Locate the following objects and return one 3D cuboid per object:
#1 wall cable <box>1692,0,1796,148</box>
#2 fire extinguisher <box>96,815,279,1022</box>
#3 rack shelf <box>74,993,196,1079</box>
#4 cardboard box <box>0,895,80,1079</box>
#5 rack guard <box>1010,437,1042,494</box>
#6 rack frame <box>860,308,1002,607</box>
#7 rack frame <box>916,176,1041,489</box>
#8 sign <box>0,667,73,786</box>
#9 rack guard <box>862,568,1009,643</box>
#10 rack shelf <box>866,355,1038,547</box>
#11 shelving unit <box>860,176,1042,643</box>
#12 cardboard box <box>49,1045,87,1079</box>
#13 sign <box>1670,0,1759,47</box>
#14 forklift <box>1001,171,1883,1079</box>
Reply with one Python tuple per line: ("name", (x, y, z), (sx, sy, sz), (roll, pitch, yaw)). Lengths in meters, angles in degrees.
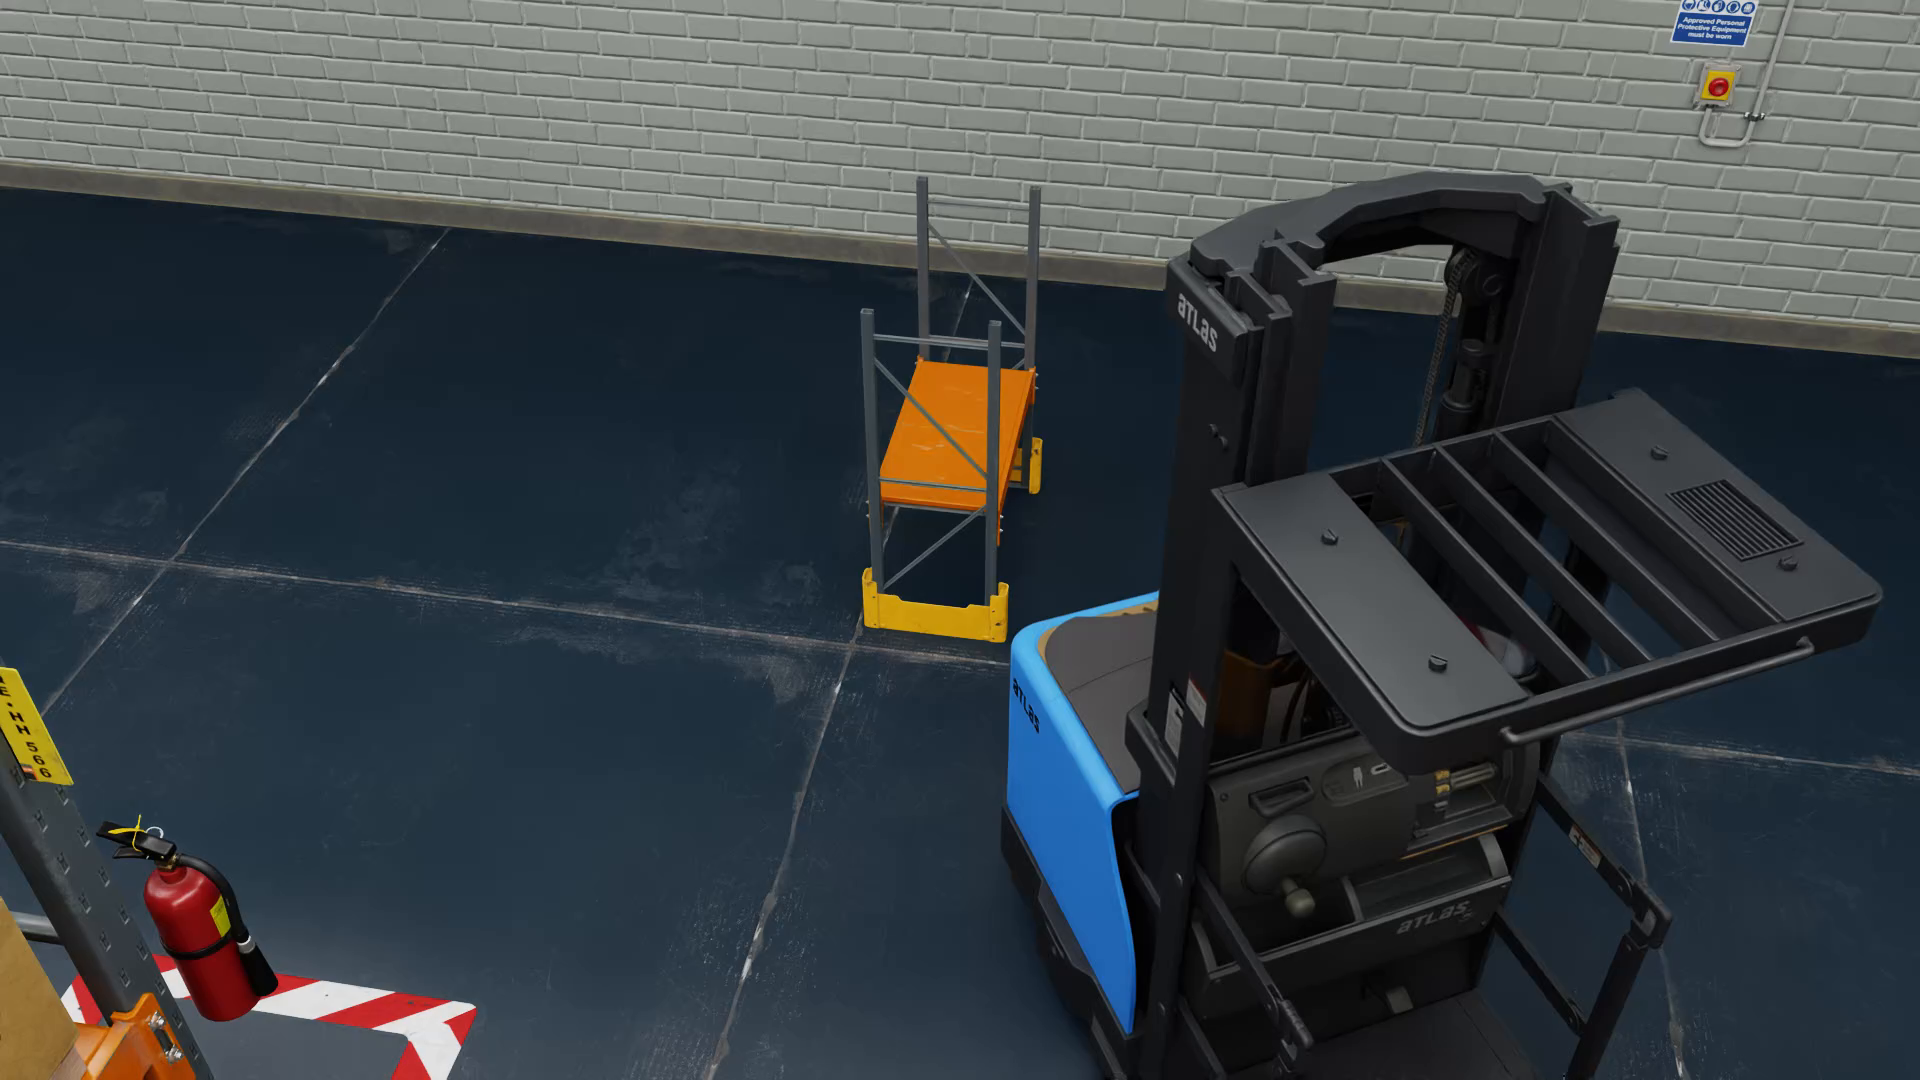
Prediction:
("wall cable", (3.446, -2.600, 7.218), (0.585, 1.953, 0.123), (6, 40, 8))
("fire extinguisher", (-1.901, 0.929, 4.125), (0.296, 0.674, 0.183), (6, 40, 8))
("rack shelf", (-2.746, 2.395, 2.563), (1.077, 0.370, 4.000), (6, 40, 8))
("cardboard box", (-2.224, 1.020, 3.350), (0.500, 0.500, 0.500), (7, 40, 9))
("rack guard", (0.073, -0.361, 7.490), (0.587, 0.250, 0.087), (6, 40, 8))
("rack frame", (-0.103, -0.205, 6.321), (0.500, 1.500, 0.032), (6, 40, 8))
("rack frame", (0.073, -0.844, 7.093), (0.500, 1.500, 0.032), (6, 40, 8))
("sign", (-1.856, 0.369, 3.293), (0.100, 0.325, 0.005), (6, 40, 8))
("rack guard", (-0.099, 0.264, 6.734), (0.587, 0.250, 0.087), (6, 40, 8))
("rack shelf", (-0.015, -0.386, 6.822), (0.538, 0.185, 1.000), (6, 40, 8))
("shelving unit", (-0.013, -0.530, 6.714), (0.587, 1.500, 1.083), (6, 40, 8))
("cardboard box", (-2.178, 1.196, 3.647), (0.380, 0.149, 0.250), (6, 40, 8))
("sign", (3.409, -2.344, 7.519), (0.327, 0.218, 0.001), (6, 40, 8))
("forklift", (1.137, 0.746, 4.048), (1.130, 2.935, 3.031), (-13, 41, -16))
